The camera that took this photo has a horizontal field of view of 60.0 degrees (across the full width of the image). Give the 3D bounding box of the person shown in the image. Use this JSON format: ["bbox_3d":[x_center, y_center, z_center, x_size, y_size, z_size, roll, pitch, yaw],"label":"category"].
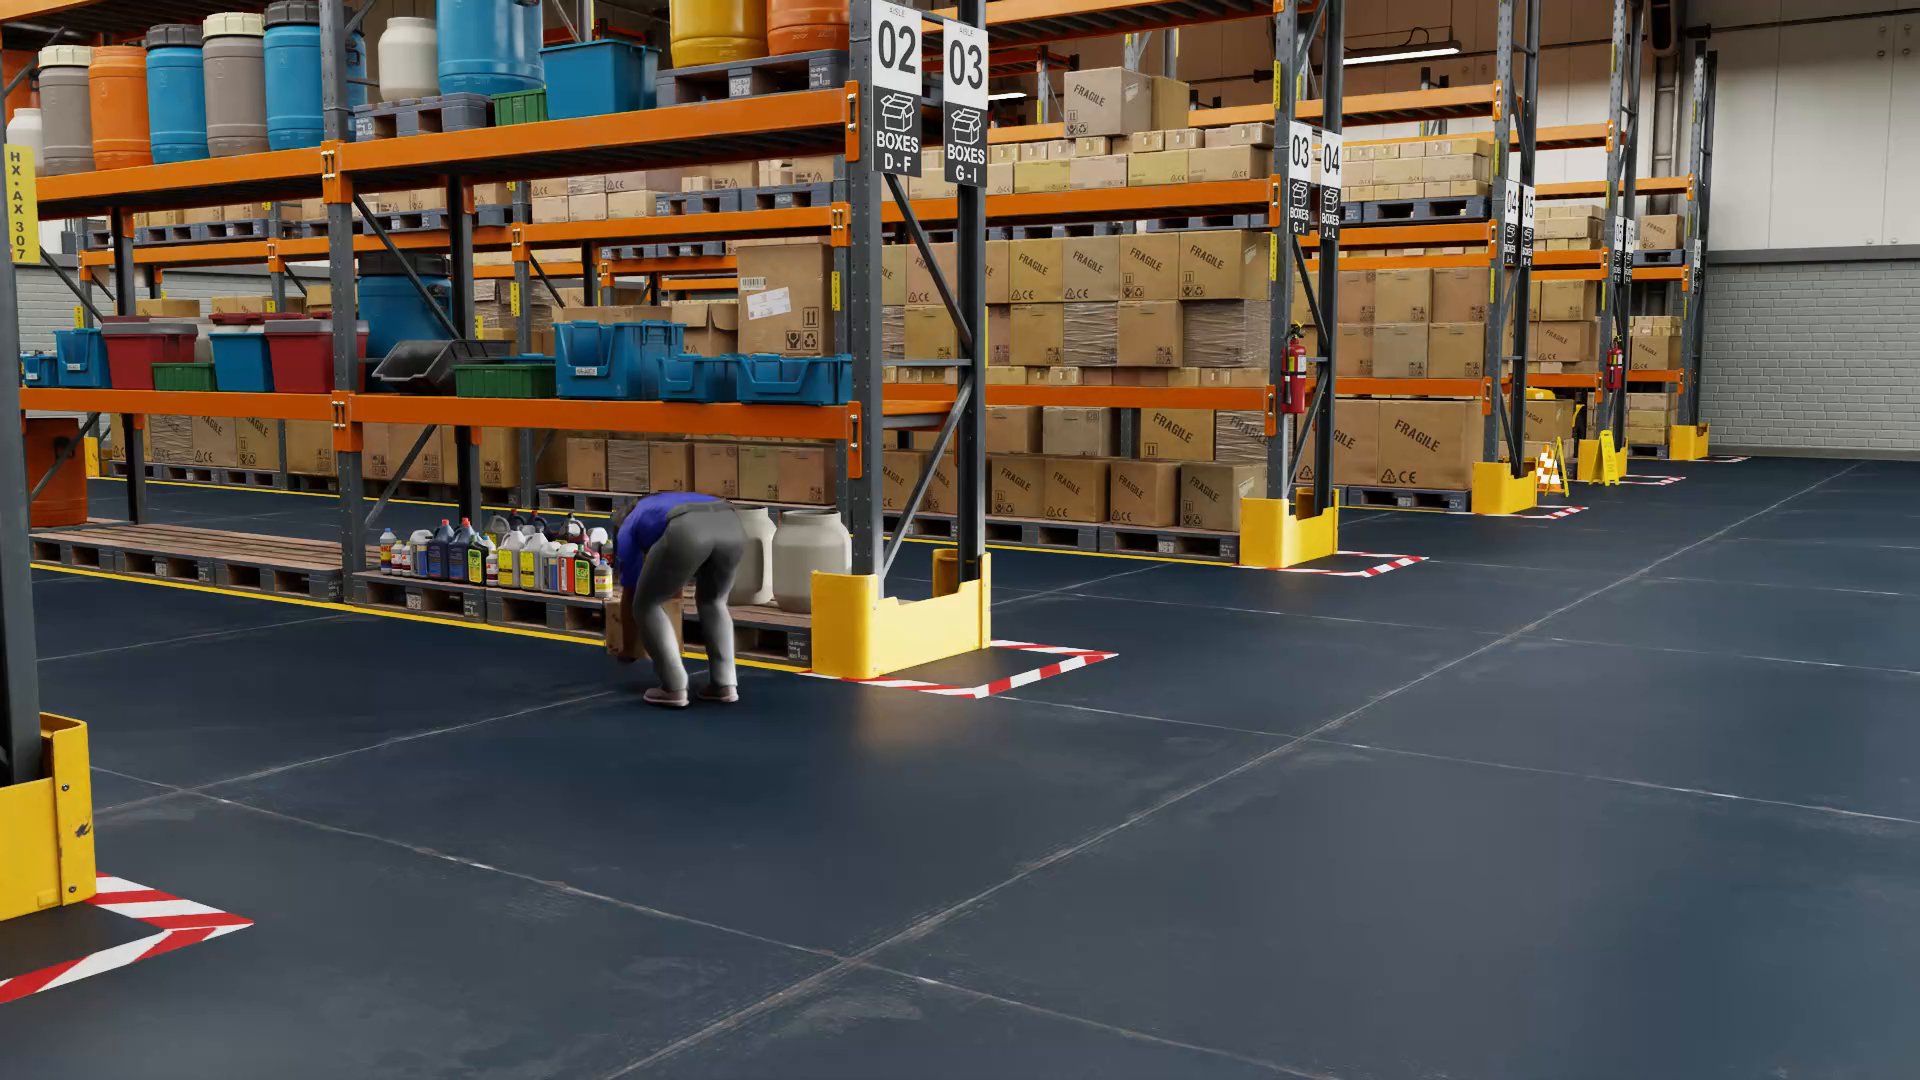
[{"bbox_3d":[-1.303,0.249,7.523,0.437,0.943,0.874,-5,8,-39],"label":"person"}]
